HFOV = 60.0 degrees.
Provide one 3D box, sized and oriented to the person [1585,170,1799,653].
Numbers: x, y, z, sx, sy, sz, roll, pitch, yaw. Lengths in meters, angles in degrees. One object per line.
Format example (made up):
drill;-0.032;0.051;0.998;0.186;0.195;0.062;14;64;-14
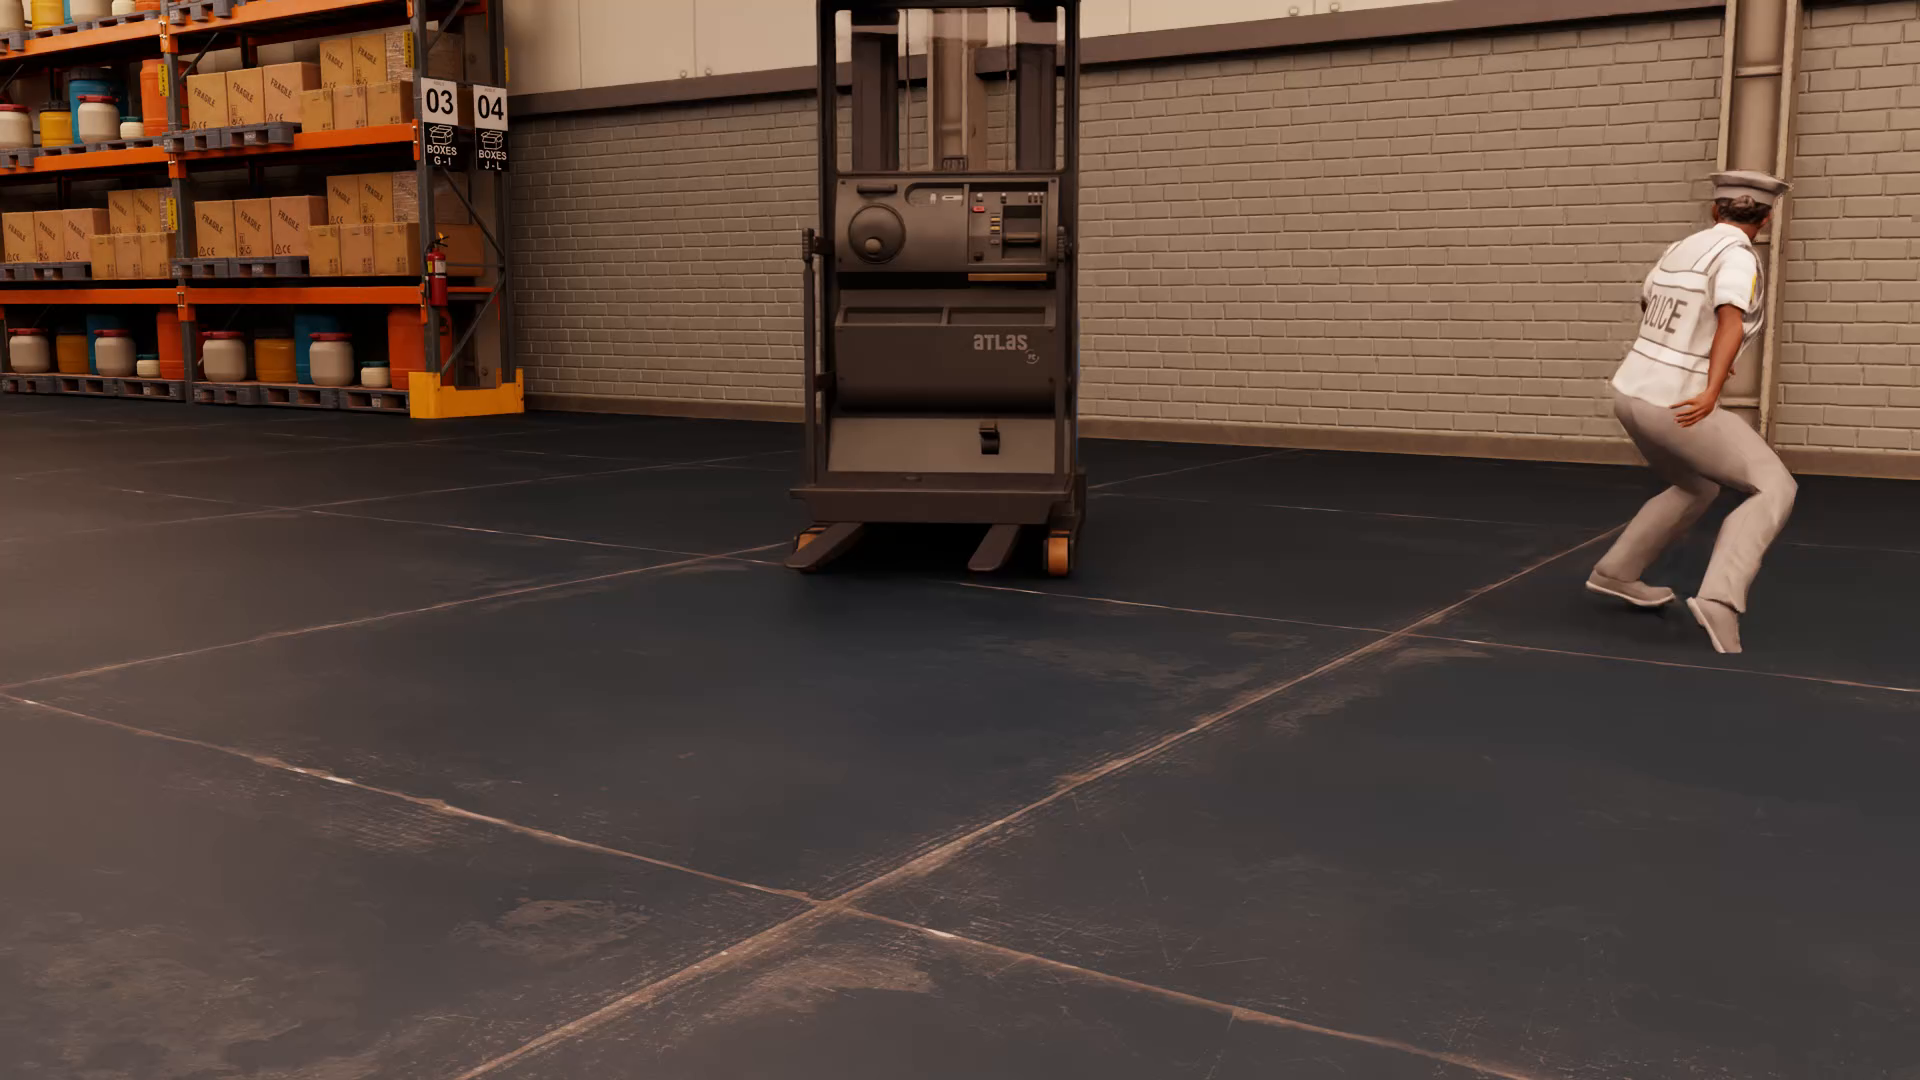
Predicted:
person;2.422;-0.399;5.424;0.540;1.587;0.956;0;8;3

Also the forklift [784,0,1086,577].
forklift;-0.074;-1.352;6.698;1.130;2.935;3.031;1;8;6
